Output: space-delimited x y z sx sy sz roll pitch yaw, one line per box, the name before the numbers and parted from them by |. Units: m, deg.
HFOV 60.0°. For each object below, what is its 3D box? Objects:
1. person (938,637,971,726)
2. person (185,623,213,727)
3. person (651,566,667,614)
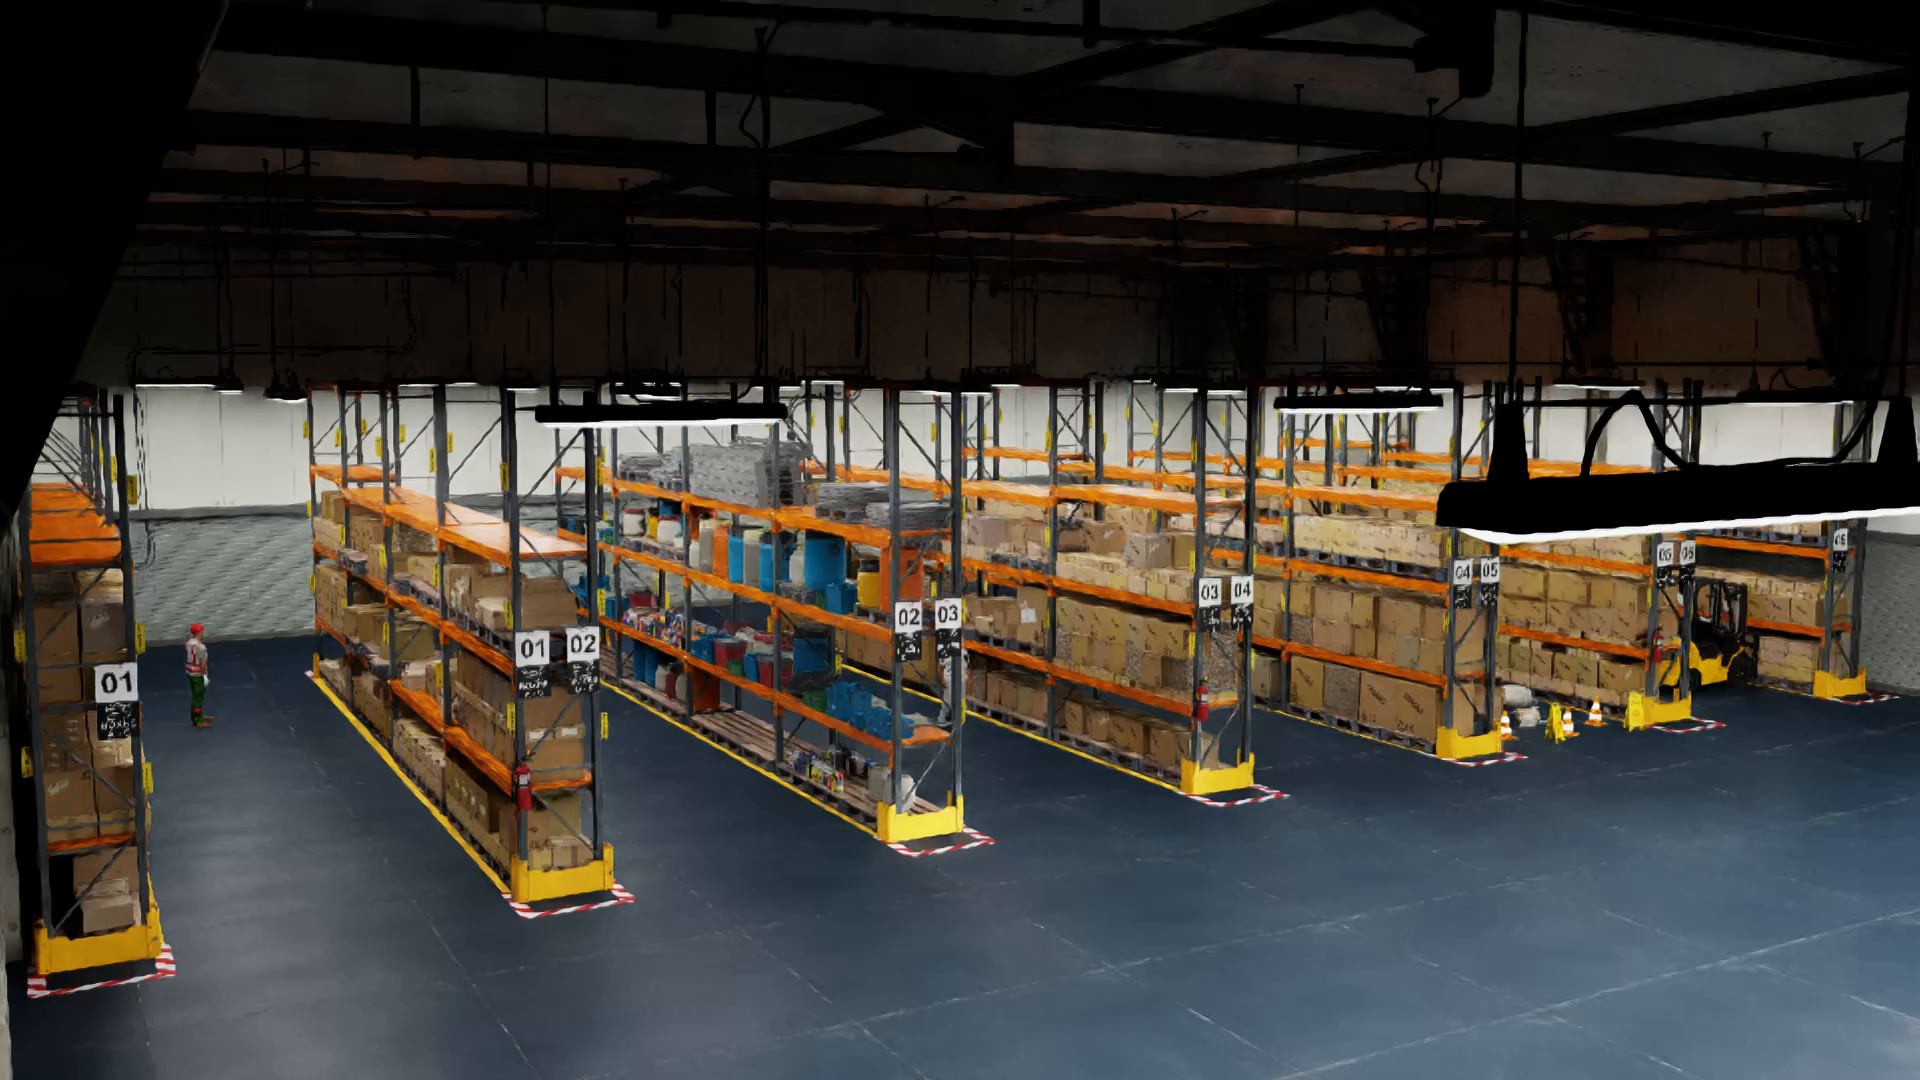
person | -0.086 2.455 29.014 0.621 1.611 0.577 -3 7 -29
person | -13.252 2.338 29.016 0.625 1.794 0.468 6 8 43
person | -7.114 1.299 39.615 0.500 1.662 0.613 3 7 27
